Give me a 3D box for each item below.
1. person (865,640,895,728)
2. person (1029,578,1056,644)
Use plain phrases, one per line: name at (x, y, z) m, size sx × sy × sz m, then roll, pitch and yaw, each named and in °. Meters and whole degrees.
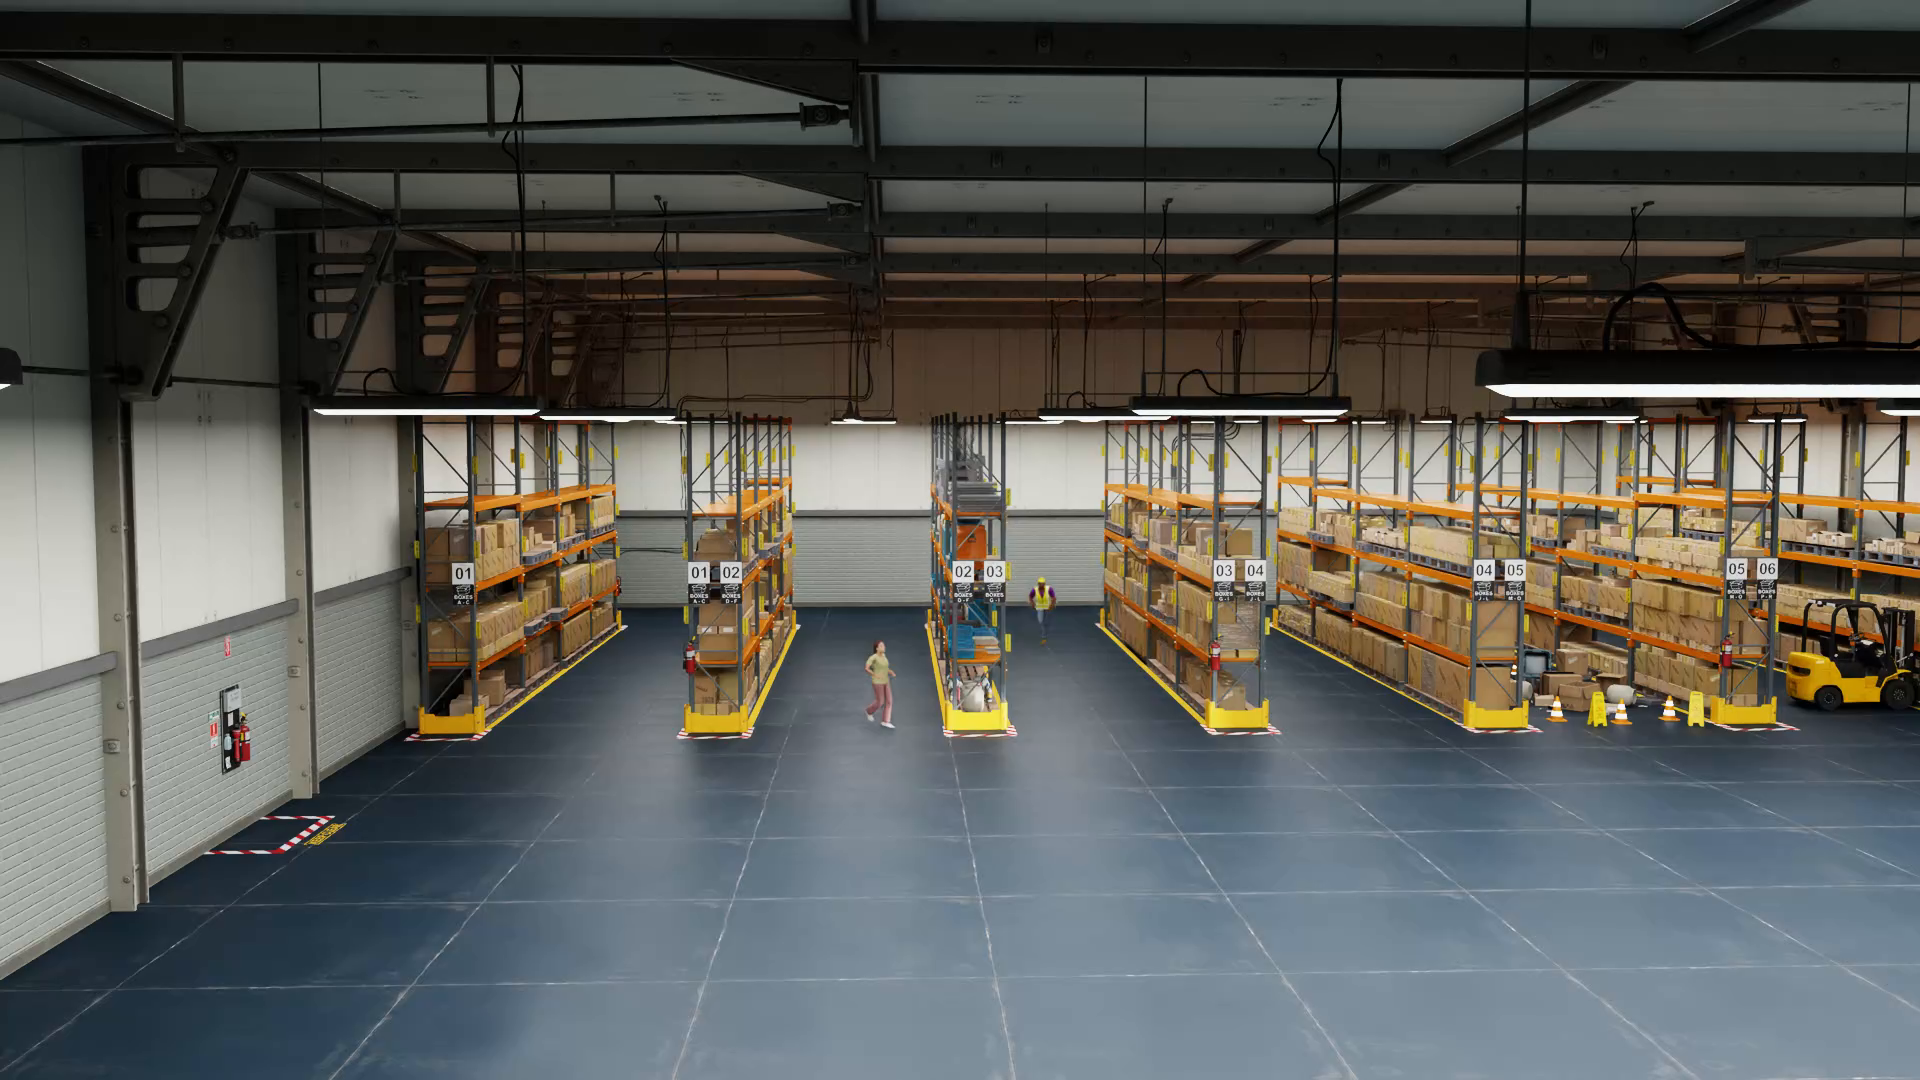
person at (-1.555, 2.750, 31.843) m, size 0.731 × 1.677 × 0.628 m, roll 3°, pitch 5°, yaw 36°
person at (2.196, 1.863, 44.364) m, size 0.702 × 1.751 × 0.973 m, roll 0°, pitch 4°, yaw -1°
